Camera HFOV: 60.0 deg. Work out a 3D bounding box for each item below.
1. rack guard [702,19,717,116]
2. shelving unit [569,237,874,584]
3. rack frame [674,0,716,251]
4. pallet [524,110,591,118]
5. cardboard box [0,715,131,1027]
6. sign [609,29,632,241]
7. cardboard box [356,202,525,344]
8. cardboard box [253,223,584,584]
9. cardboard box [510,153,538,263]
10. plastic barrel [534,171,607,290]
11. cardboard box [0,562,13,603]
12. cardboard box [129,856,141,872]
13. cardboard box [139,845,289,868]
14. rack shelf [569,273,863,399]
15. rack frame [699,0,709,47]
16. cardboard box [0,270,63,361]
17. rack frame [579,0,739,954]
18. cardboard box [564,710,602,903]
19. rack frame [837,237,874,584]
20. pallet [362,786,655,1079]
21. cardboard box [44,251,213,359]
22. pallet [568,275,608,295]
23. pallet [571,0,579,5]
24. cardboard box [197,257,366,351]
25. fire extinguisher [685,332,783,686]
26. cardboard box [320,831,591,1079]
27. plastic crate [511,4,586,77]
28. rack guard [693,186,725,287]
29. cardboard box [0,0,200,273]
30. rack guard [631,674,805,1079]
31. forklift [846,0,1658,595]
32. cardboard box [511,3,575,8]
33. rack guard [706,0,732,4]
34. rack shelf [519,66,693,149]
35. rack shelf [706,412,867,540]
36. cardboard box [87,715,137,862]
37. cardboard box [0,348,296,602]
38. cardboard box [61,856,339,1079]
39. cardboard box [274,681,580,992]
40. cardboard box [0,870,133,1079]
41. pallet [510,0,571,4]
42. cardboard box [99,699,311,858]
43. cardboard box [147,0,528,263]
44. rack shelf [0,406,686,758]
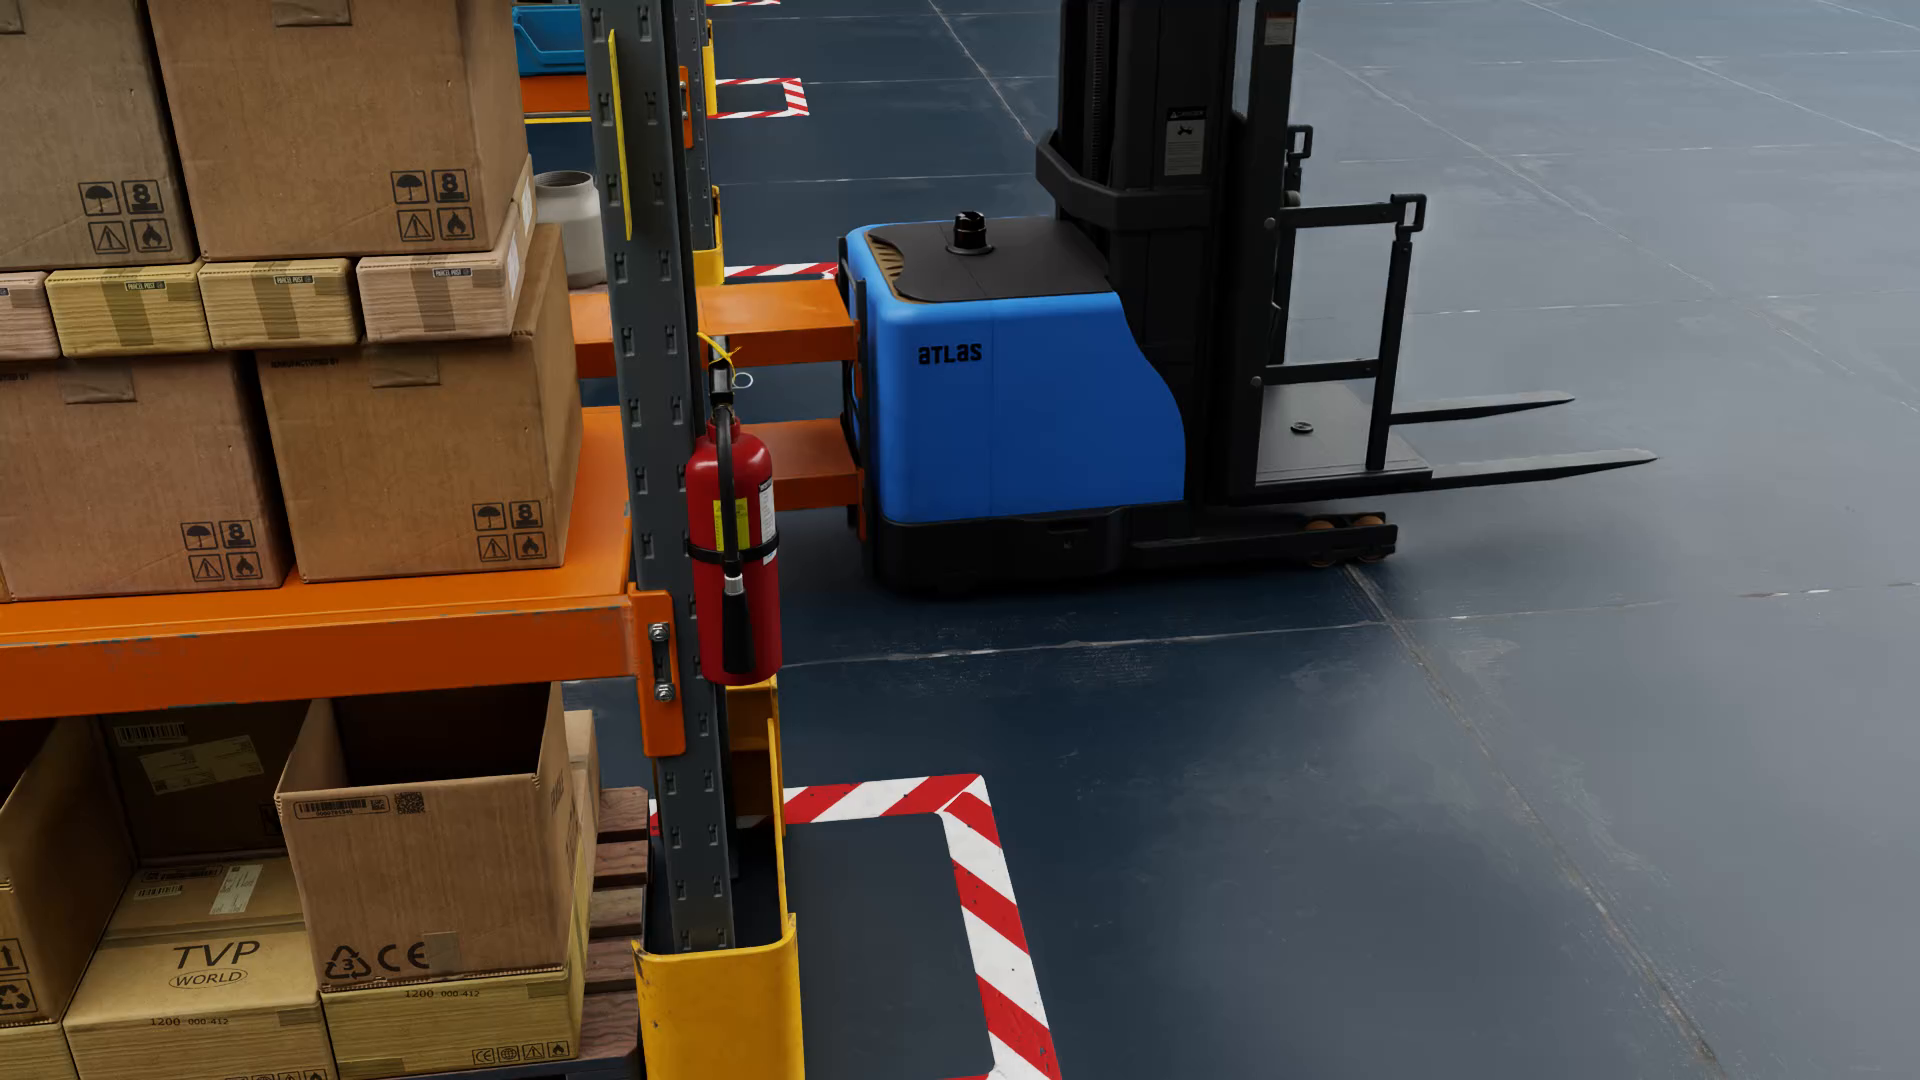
[{"bbox_3d":[-2.069,-3.649,12.814,0.348,0.500,1.175,-4,27,-7],"label":"rack guard"},{"bbox_3d":[-0.869,-0.411,5.819,1.048,1.125,0.538,-5,28,-10],"label":"shelving unit"},{"bbox_3d":[-1.304,-2.527,7.889,0.127,3.000,1.000,-4,27,-7],"label":"rack frame"},{"bbox_3d":[-2.879,-3.485,12.810,1.213,0.211,1.003,-4,27,-7],"label":"pallet"},{"bbox_3d":[-2.096,0.654,3.419,0.500,0.500,0.500,-4,27,-7],"label":"cardboard box"},{"bbox_3d":[-0.556,-0.662,2.726,0.005,0.325,0.100,-4,27,-7],"label":"sign"},{"bbox_3d":[-0.970,-0.510,3.138,0.250,0.149,0.380,-4,27,-8],"label":"cardboard box"},{"bbox_3d":[-1.082,-0.308,3.455,0.500,0.500,0.700,-4,27,-7],"label":"cardboard box"},{"bbox_3d":[-1.036,-0.693,3.494,0.250,0.149,0.380,-4,27,-7],"label":"cardboard box"},{"bbox_3d":[-1.945,-1.530,8.212,0.421,0.512,0.421,0,27,0],"label":"plastic barrel"},{"bbox_3d":[-2.094,-0.243,3.329,0.500,0.500,0.700,-3,27,-7],"label":"cardboard box"},{"bbox_3d":[-2.170,0.748,4.059,0.500,0.250,0.500,-4,27,-7],"label":"cardboard box"},{"bbox_3d":[-1.674,0.716,4.120,0.500,0.250,0.500,-4,27,-7],"label":"cardboard box"},{"bbox_3d":[-0.869,-0.672,5.686,1.000,0.278,0.538,-5,28,-10],"label":"rack shelf"},{"bbox_3d":[-1.994,-4.766,12.253,0.127,3.000,1.000,-4,27,-7],"label":"rack frame"},{"bbox_3d":[-1.731,-0.461,3.043,0.250,0.149,0.380,-3,27,-6],"label":"cardboard box"},{"bbox_3d":[-0.618,-0.287,3.524,0.127,3.000,1.000,-4,27,-7],"label":"rack frame"},{"bbox_3d":[-1.180,0.683,4.186,0.500,0.250,0.500,-4,27,-7],"label":"cardboard box"},{"bbox_3d":[-0.370,-0.457,5.908,0.032,1.125,0.500,-5,28,-10],"label":"rack frame"},{"bbox_3d":[-1.369,1.021,4.029,1.213,0.211,1.003,-4,27,-7],"label":"pallet"},{"bbox_3d":[-1.482,-0.476,3.073,0.250,0.149,0.380,-4,27,-8],"label":"cardboard box"},{"bbox_3d":[-2.178,-1.211,8.379,1.213,0.211,1.003,-4,27,-7],"label":"pallet"},{"bbox_3d":[-3.366,-5.688,17.104,1.213,0.211,1.003,-4,27,-7],"label":"pallet"},{"bbox_3d":[-1.229,-0.493,3.104,0.250,0.149,0.380,-3,27,-6],"label":"cardboard box"},{"bbox_3d":[-0.436,-0.050,3.147,0.183,0.674,0.296,-4,27,-7],"label":"fire extinguisher"},{"bbox_3d":[-1.108,0.917,3.729,0.500,0.250,0.500,-4,27,-7],"label":"cardboard box"},{"bbox_3d":[-1.758,-2.294,7.597,0.616,0.251,0.499,-4,27,-7],"label":"plastic crate"},{"bbox_3d":[-1.373,-1.389,8.409,0.348,0.500,1.175,-4,27,-7],"label":"rack guard"},{"bbox_3d":[-1.654,-0.846,3.082,0.500,0.500,0.700,-4,27,-8],"label":"cardboard box"},{"bbox_3d":[-0.594,0.823,4.098,0.348,0.500,1.175,-4,27,-7],"label":"rack guard"},{"bbox_3d":[1.129,-1.436,5.838,3.031,2.935,1.130,-5,28,-10],"label":"forklift"},{"bbox_3d":[-3.202,-3.755,12.560,0.500,0.500,0.500,3,27,6],"label":"cardboard box"},{"bbox_3d":[-2.561,-5.904,17.209,0.348,0.500,1.175,-4,27,-7],"label":"rack guard"},{"bbox_3d":[-3.285,-2.080,7.805,4.000,0.370,1.077,-4,27,-7],"label":"rack shelf"},{"bbox_3d":[-0.869,-0.194,5.931,1.000,0.278,0.538,-5,28,-10],"label":"rack shelf"},{"bbox_3d":[-2.168,0.419,3.877,0.500,0.500,0.500,-4,27,-7],"label":"cardboard box"},{"bbox_3d":[-1.601,-0.272,3.385,0.500,0.500,0.700,-3,27,-6],"label":"cardboard box"},{"bbox_3d":[-1.601,0.954,3.657,0.500,0.250,0.500,-4,27,-7],"label":"cardboard box"},{"bbox_3d":[-1.107,0.584,3.556,0.500,0.500,0.500,-4,27,-7],"label":"cardboard box"},{"bbox_3d":[-2.096,0.987,3.593,0.500,0.250,0.500,-4,27,-7],"label":"cardboard box"},{"bbox_3d":[-4.571,-5.612,16.955,1.213,0.211,1.003,-4,27,-7],"label":"pallet"},{"bbox_3d":[-1.675,0.382,3.951,0.500,0.500,0.500,-4,27,-7],"label":"cardboard box"},{"bbox_3d":[-1.134,-0.882,3.152,0.500,0.500,0.700,-4,27,-7],"label":"cardboard box"},{"bbox_3d":[-2.598,0.160,3.441,4.000,0.370,1.077,-4,27,-7],"label":"rack shelf"}]
